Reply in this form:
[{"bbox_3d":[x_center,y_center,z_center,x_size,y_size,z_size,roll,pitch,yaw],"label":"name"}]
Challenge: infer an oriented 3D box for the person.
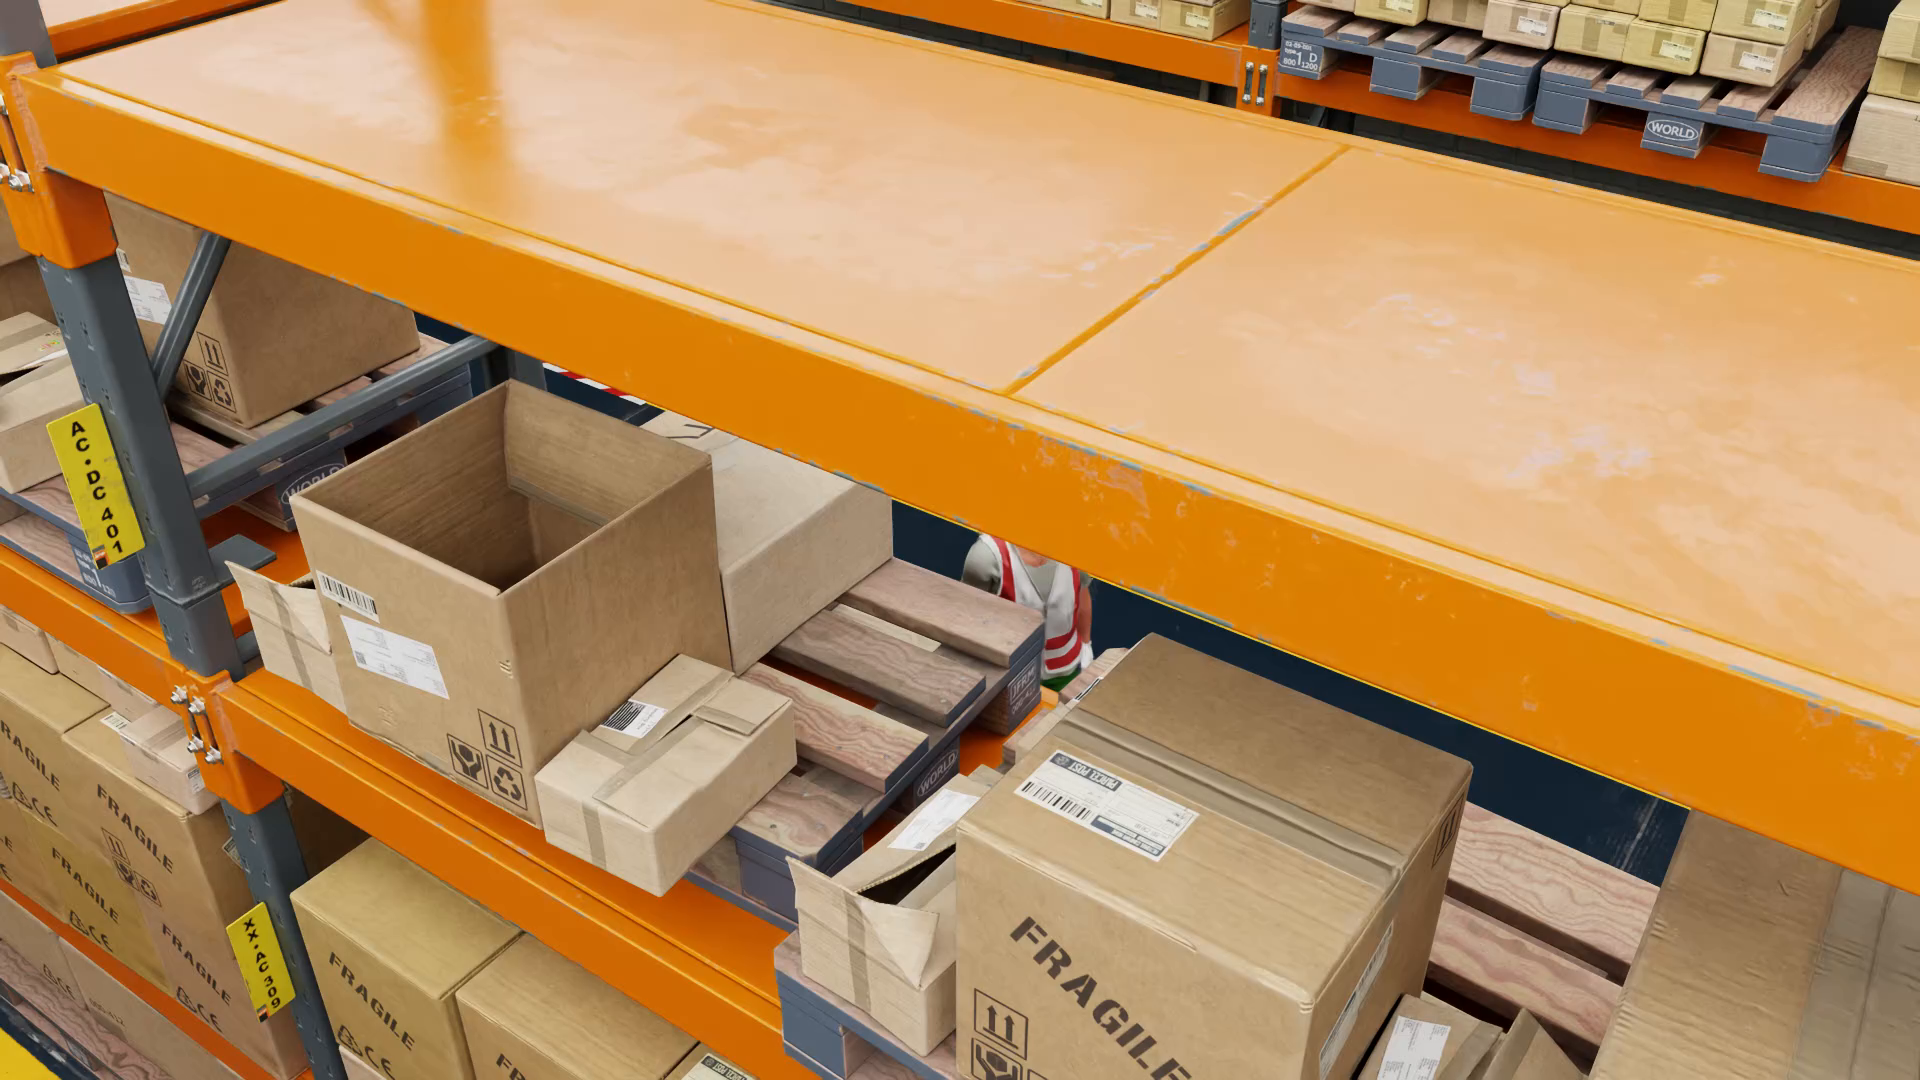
[{"bbox_3d":[0.269,0.485,6.565,0.576,1.785,0.605,-11,36,-16],"label":"person"}]
